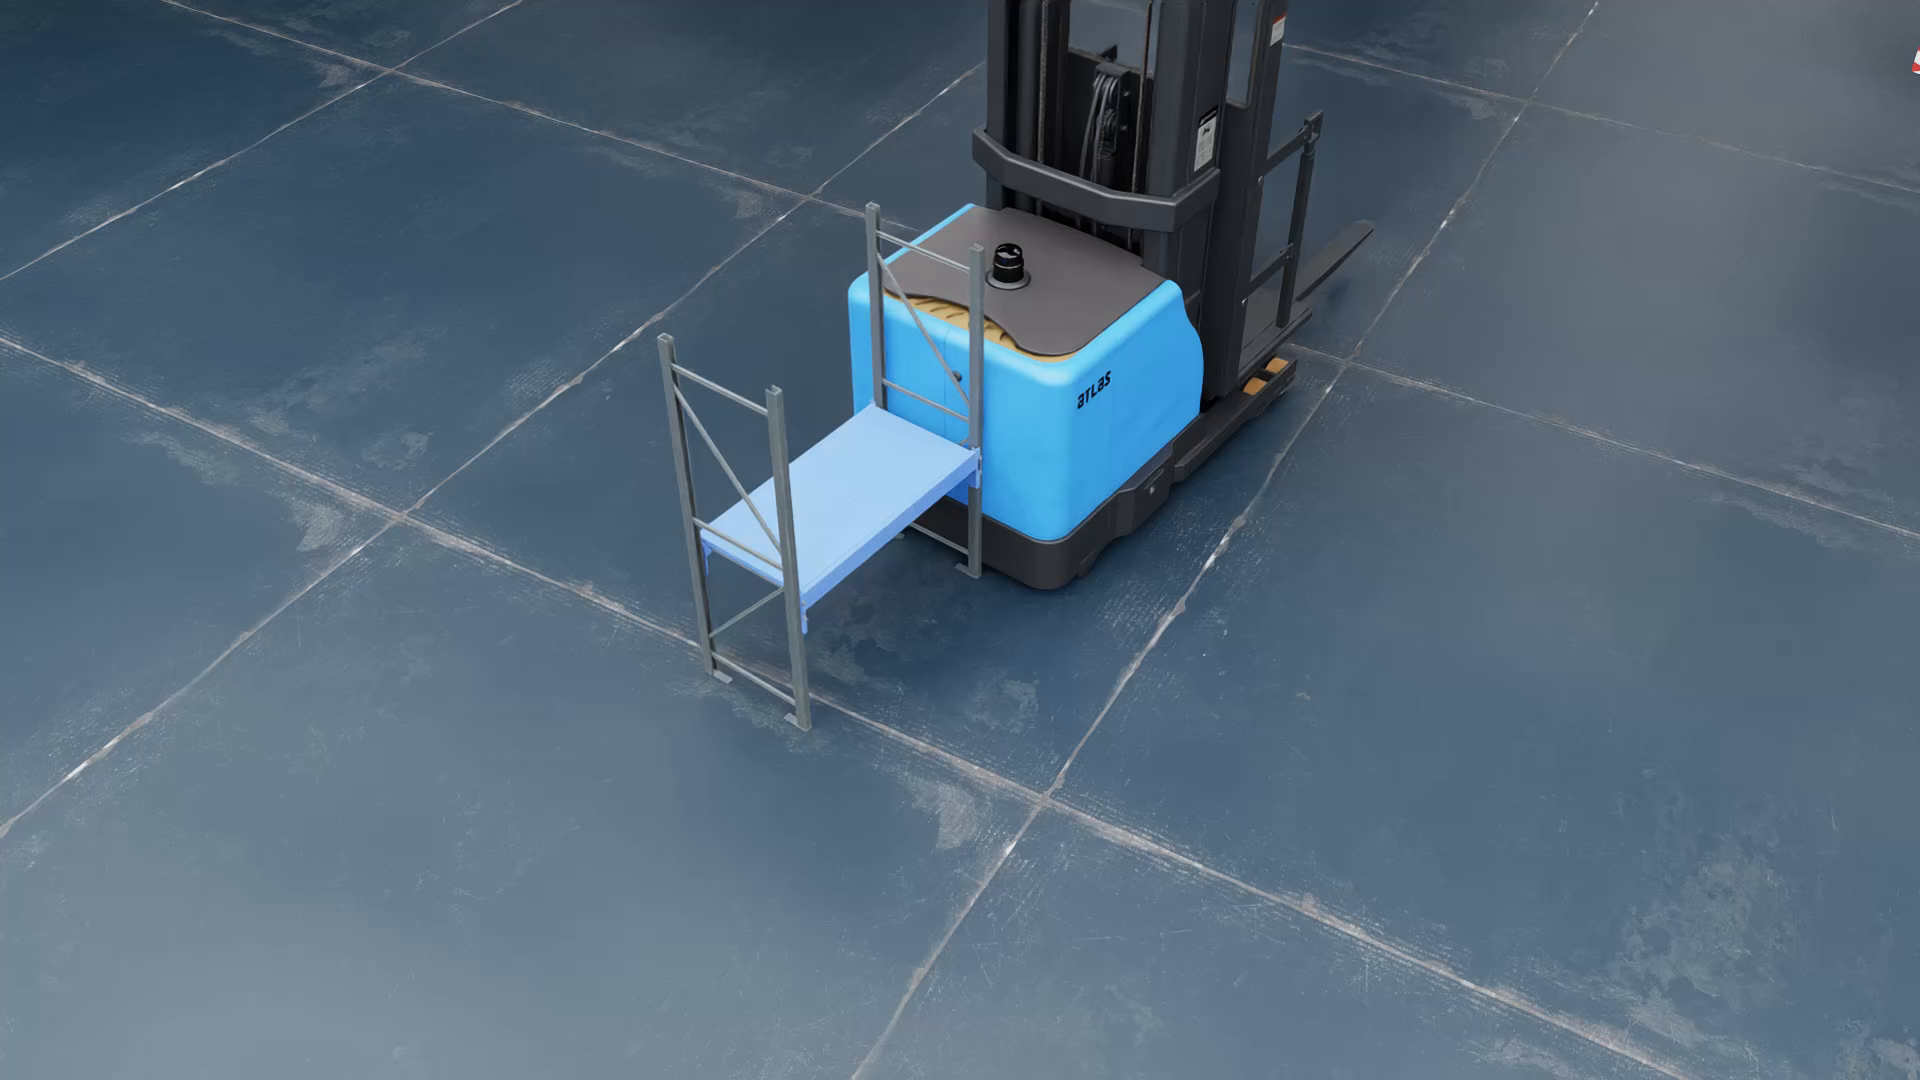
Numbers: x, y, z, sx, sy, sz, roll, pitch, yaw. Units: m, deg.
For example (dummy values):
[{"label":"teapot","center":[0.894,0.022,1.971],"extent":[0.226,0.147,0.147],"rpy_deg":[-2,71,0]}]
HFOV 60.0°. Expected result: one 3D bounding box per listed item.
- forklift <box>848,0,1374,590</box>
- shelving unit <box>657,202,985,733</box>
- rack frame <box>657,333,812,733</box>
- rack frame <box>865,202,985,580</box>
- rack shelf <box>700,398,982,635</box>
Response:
[{"label":"forklift","center":[0.856,-1.830,6.610],"extent":[1.130,2.935,3.031],"rpy_deg":[27,48,27]},{"label":"shelving unit","center":[-0.432,-0.246,5.895],"extent":[0.538,1.500,1.048],"rpy_deg":[27,48,27]},{"label":"rack frame","center":[-0.740,0.021,5.592],"extent":[0.500,1.500,0.032],"rpy_deg":[27,48,27]},{"label":"rack frame","center":[-0.123,-0.513,6.198],"extent":[0.500,1.500,0.032],"rpy_deg":[27,48,27]},{"label":"rack shelf","center":[-0.432,-0.111,6.014],"extent":[0.538,0.185,1.000],"rpy_deg":[27,48,27]}]
